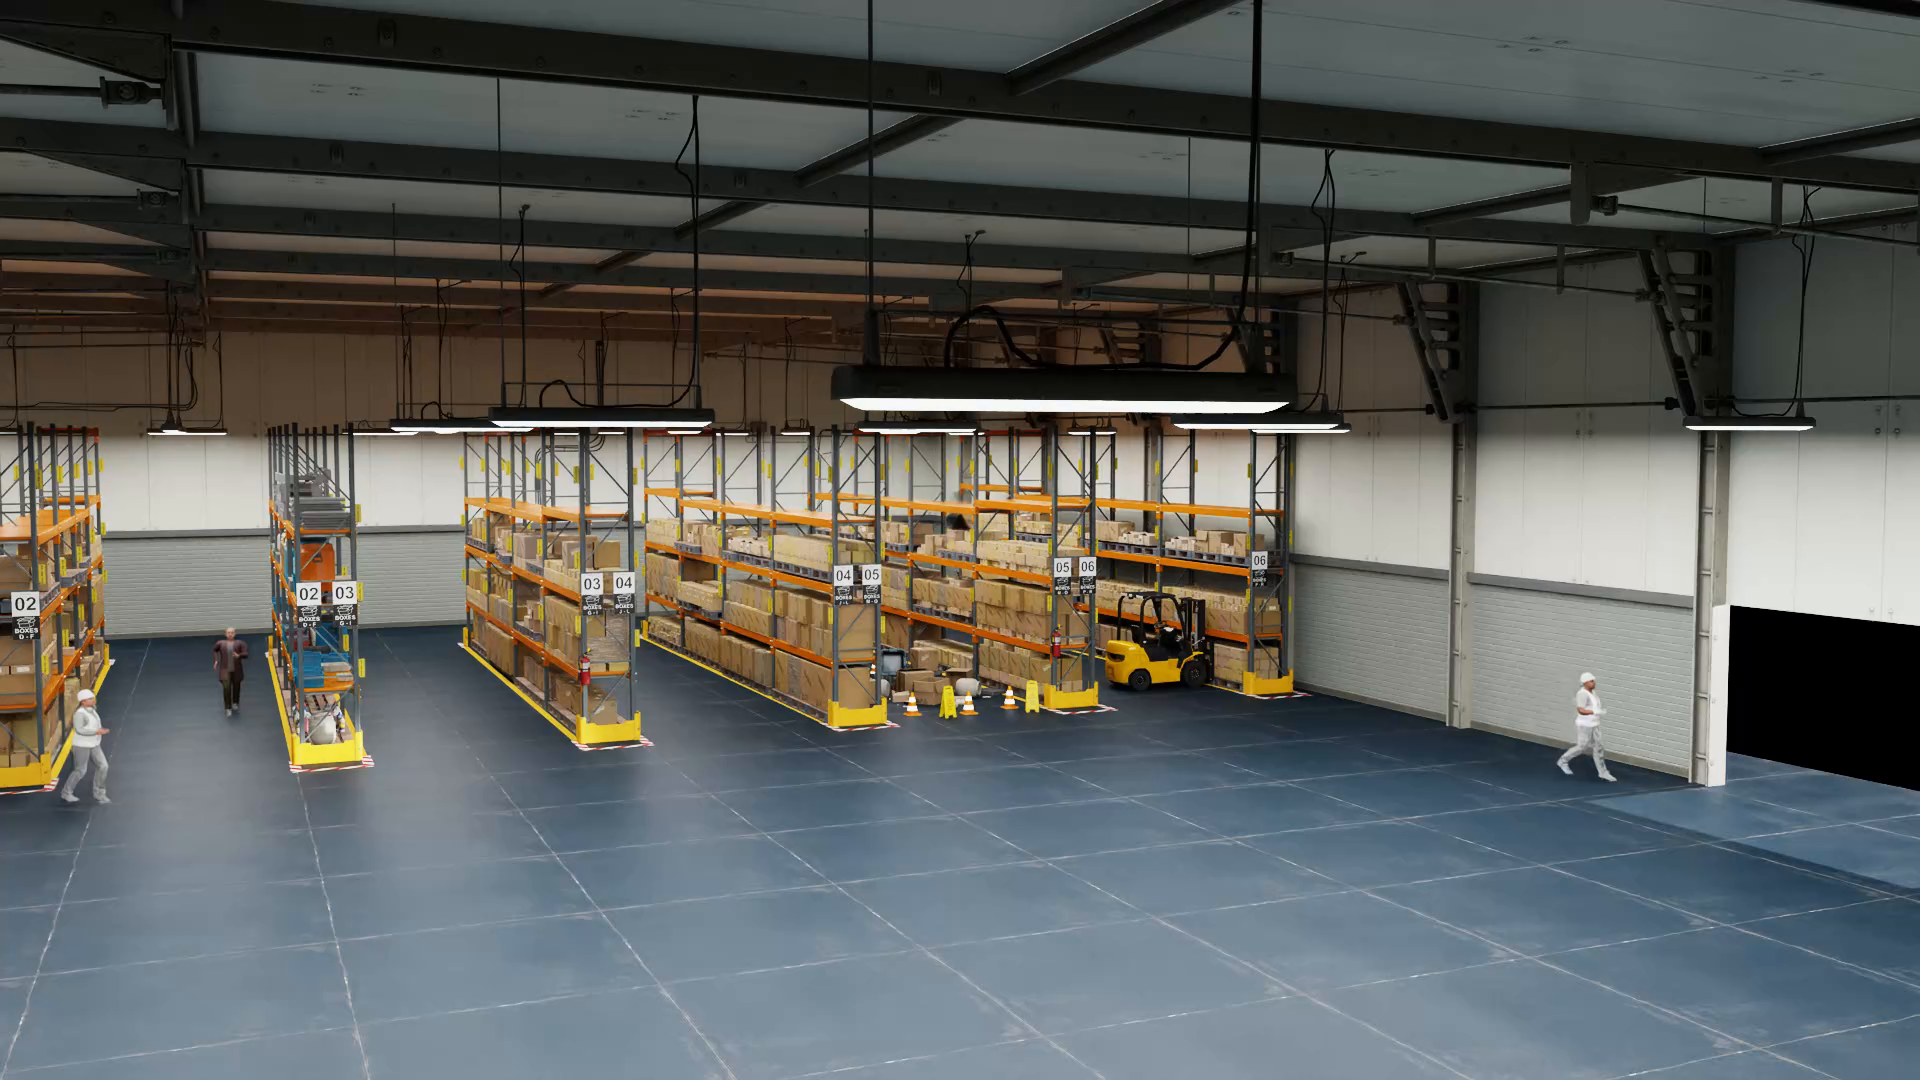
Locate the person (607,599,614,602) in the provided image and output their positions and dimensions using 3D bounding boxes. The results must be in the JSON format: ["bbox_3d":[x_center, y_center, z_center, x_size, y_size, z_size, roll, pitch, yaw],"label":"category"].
[{"bbox_3d":[-10.136,1.998,47.458,0.677,1.650,0.529,1,4,20],"label":"person"}]

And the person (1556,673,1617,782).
[{"bbox_3d":[10.484,3.105,27.786,0.978,1.787,0.682,3,5,41],"label":"person"}]

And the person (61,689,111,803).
[{"bbox_3d":[-13.667,3.253,26.022,0.773,1.844,0.667,0,3,1],"label":"person"}]

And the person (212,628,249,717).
[{"bbox_3d":[-15.072,2.704,34.389,0.695,1.783,1.043,-2,4,-25],"label":"person"}]
